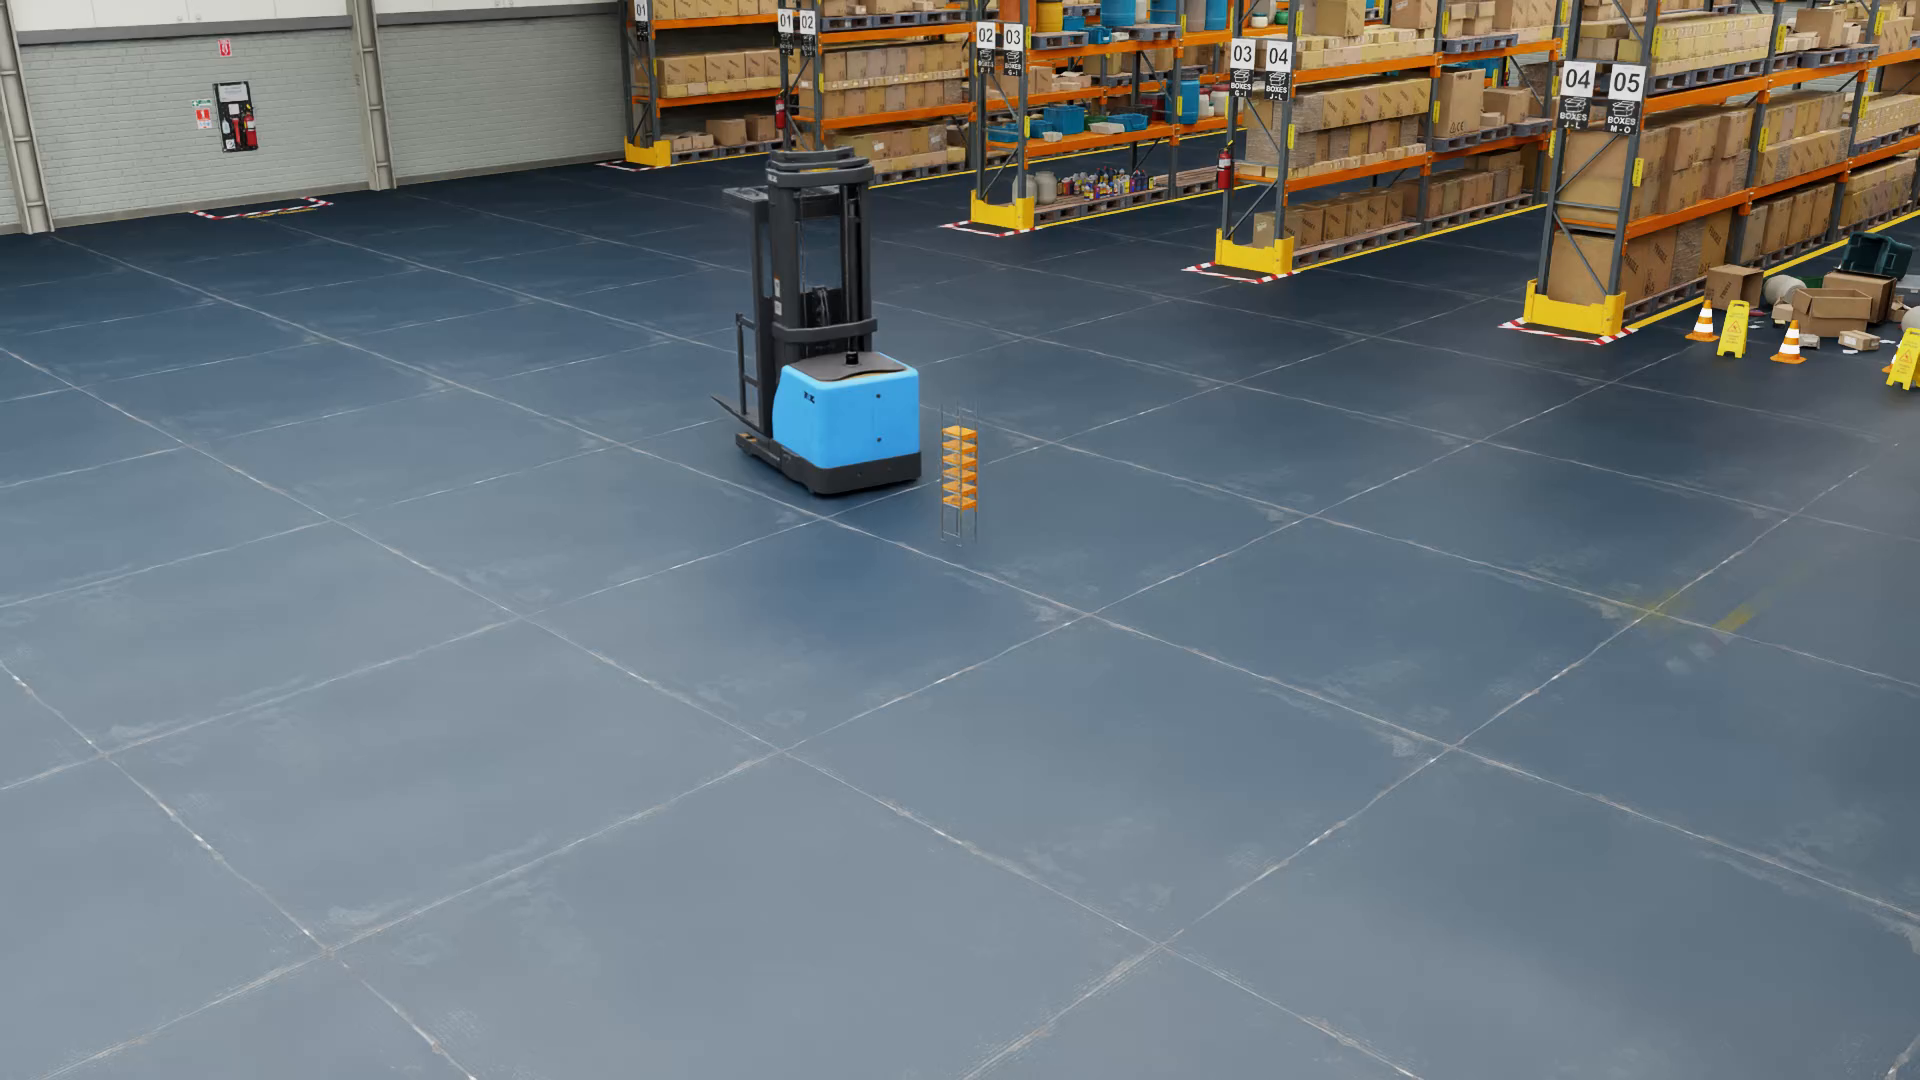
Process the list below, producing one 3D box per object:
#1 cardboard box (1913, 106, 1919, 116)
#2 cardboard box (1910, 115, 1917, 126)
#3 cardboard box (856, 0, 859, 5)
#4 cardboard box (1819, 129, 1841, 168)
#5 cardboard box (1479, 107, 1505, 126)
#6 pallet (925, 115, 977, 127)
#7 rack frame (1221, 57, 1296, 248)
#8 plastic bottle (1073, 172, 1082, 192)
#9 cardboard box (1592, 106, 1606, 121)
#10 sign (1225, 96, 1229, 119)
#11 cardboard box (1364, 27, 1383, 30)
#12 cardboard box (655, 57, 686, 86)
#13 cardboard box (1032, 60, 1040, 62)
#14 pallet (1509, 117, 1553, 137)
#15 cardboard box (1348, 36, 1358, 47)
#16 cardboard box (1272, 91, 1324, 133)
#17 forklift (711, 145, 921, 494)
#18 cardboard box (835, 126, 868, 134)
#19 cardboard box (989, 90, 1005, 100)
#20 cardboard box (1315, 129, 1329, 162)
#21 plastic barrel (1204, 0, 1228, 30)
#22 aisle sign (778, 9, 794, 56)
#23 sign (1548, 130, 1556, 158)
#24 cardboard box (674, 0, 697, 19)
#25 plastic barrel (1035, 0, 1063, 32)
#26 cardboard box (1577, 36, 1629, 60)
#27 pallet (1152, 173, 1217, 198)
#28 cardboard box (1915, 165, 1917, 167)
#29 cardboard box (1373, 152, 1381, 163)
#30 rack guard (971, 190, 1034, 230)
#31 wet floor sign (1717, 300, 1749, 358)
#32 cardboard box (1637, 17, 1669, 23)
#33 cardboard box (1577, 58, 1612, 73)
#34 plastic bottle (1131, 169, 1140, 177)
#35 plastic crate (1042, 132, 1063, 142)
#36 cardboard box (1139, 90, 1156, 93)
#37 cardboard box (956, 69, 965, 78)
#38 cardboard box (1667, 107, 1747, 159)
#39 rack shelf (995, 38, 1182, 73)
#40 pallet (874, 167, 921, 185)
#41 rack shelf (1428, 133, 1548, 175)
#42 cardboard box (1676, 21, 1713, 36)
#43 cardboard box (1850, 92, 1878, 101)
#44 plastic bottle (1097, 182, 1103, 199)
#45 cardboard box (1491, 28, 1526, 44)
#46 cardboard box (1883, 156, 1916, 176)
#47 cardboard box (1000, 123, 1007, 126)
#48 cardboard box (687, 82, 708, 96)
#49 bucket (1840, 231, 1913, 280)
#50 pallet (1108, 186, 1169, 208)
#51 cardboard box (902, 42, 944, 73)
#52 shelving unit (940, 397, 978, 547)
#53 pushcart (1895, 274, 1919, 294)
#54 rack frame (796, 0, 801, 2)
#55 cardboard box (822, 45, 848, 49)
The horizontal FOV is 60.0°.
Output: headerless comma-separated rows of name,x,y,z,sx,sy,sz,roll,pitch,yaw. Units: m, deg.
cardboard box,15.762,-7.179,27.783,0.380,0.149,0.250,19,28,41
cardboard box,15.765,-7.041,27.839,0.380,0.149,0.250,19,28,41
cardboard box,-1.866,-9.969,30.855,0.500,0.311,0.500,-16,26,-36
cardboard box,12.820,-5.889,24.937,0.500,0.500,0.500,19,28,41
cardboard box,8.838,-7.057,27.718,0.396,0.266,0.258,18,28,39
pallet,-0.236,-10.022,39.715,1.003,0.211,1.213,19,28,41
rack frame,4.226,-5.364,23.710,1.000,3.000,0.127,19,28,41
plastic bottle,2.050,-6.291,29.202,0.185,0.351,0.144,-19,28,-40
cardboard box,11.405,-7.917,30.215,0.500,0.500,0.500,19,28,41
sign,3.843,-6.196,23.821,0.100,0.325,0.005,19,28,41
cardboard box,6.227,-7.752,25.395,0.380,0.149,0.250,20,28,41
cardboard box,-5.872,-9.420,33.399,0.500,0.500,0.500,19,28,41
cardboard box,1.759,-11.831,40.859,0.250,0.149,0.380,-20,28,-41
pallet,9.386,-7.121,28.549,1.213,0.211,1.003,19,28,41
cardboard box,5.516,-7.219,24.009,0.380,0.149,0.250,18,27,38
cardboard box,4.805,-6.089,23.650,0.500,0.500,0.500,19,28,41
forklift,-1.531,-2.258,15.725,1.130,2.935,3.031,-12,24,-28
cardboard box,-2.021,-7.580,31.678,0.500,0.500,0.500,19,28,41
cardboard box,0.686,-8.932,33.343,0.380,0.149,0.250,19,28,41
cardboard box,4.893,-5.842,24.402,0.875,0.500,0.500,19,28,41
plastic barrel,4.580,-9.787,30.339,0.600,0.901,0.708,19,28,41
aisle sign,-3.125,-9.114,29.844,0.394,0.787,0.004,19,28,41
sign,7.331,-4.887,20.525,0.100,0.325,0.005,19,28,41
cardboard box,-5.608,-10.692,33.224,0.500,0.500,0.500,-18,27,-39
plastic barrel,1.382,-8.612,27.133,0.600,0.588,0.600,0,21,0
cardboard box,7.851,-6.004,20.264,0.500,0.250,0.500,20,29,41
pallet,3.988,-6.542,30.661,1.003,0.211,1.213,19,28,41
cardboard box,16.845,-6.494,29.210,0.380,0.149,0.250,19,28,40
cardboard box,6.170,-5.837,25.292,0.380,0.149,0.250,19,28,41
rack guard,0.697,-5.468,27.465,1.175,0.500,0.348,19,28,41
wet floor sign,9.108,-2.494,19.527,0.267,0.644,0.232,14,25,32
cardboard box,8.766,-6.558,21.150,0.380,0.149,0.250,20,28,41
cardboard box,7.699,-5.792,20.270,0.380,0.149,0.250,19,28,41
plastic bottle,3.122,-6.399,29.483,0.144,0.351,0.185,19,28,41
plastic crate,1.533,-6.630,27.372,0.298,0.136,0.250,19,28,41
cardboard box,4.293,-9.997,37.590,0.500,0.250,0.500,19,28,41
cardboard box,-0.114,-9.098,32.383,0.380,0.149,0.250,19,28,41
cardboard box,9.918,-5.442,22.200,0.875,0.550,0.550,19,28,41
rack shelf,2.073,-8.182,27.864,1.077,0.370,4.000,19,28,41
pallet,-1.514,-7.062,32.014,1.003,0.211,1.213,19,28,41
rack shelf,8.412,-6.570,27.852,1.077,0.370,4.000,19,28,41
cardboard box,9.058,-6.327,20.549,0.380,0.149,0.250,19,28,40
cardboard box,15.286,-7.478,28.147,0.250,0.149,0.380,-19,28,-41
plastic bottle,2.405,-6.011,28.585,0.097,0.271,0.097,0,21,0
cardboard box,8.963,-8.307,27.397,0.500,0.250,0.500,-19,28,-41
cardboard box,15.743,-6.306,28.014,0.500,0.250,0.500,18,28,39
cardboard box,1.102,-8.351,33.948,0.500,0.311,0.500,18,27,39
cardboard box,-5.501,-9.205,33.886,0.500,0.250,0.500,18,28,39
bucket,12.057,-3.694,21.811,0.620,0.611,0.726,1,19,-28
pallet,2.970,-6.168,29.689,1.003,0.211,1.213,19,28,41
cardboard box,-0.735,-9.279,31.948,0.700,0.500,0.500,19,28,41
shelving unit,-0.010,-0.556,13.711,0.258,1.200,0.189,19,28,41
pushcart,12.449,-3.245,21.854,1.648,0.377,0.936,9,23,23
rack frame,-3.630,-12.911,34.985,1.000,3.000,0.127,19,28,41
cardboard box,-2.856,-10.627,36.652,0.500,0.500,0.700,-17,27,-37
